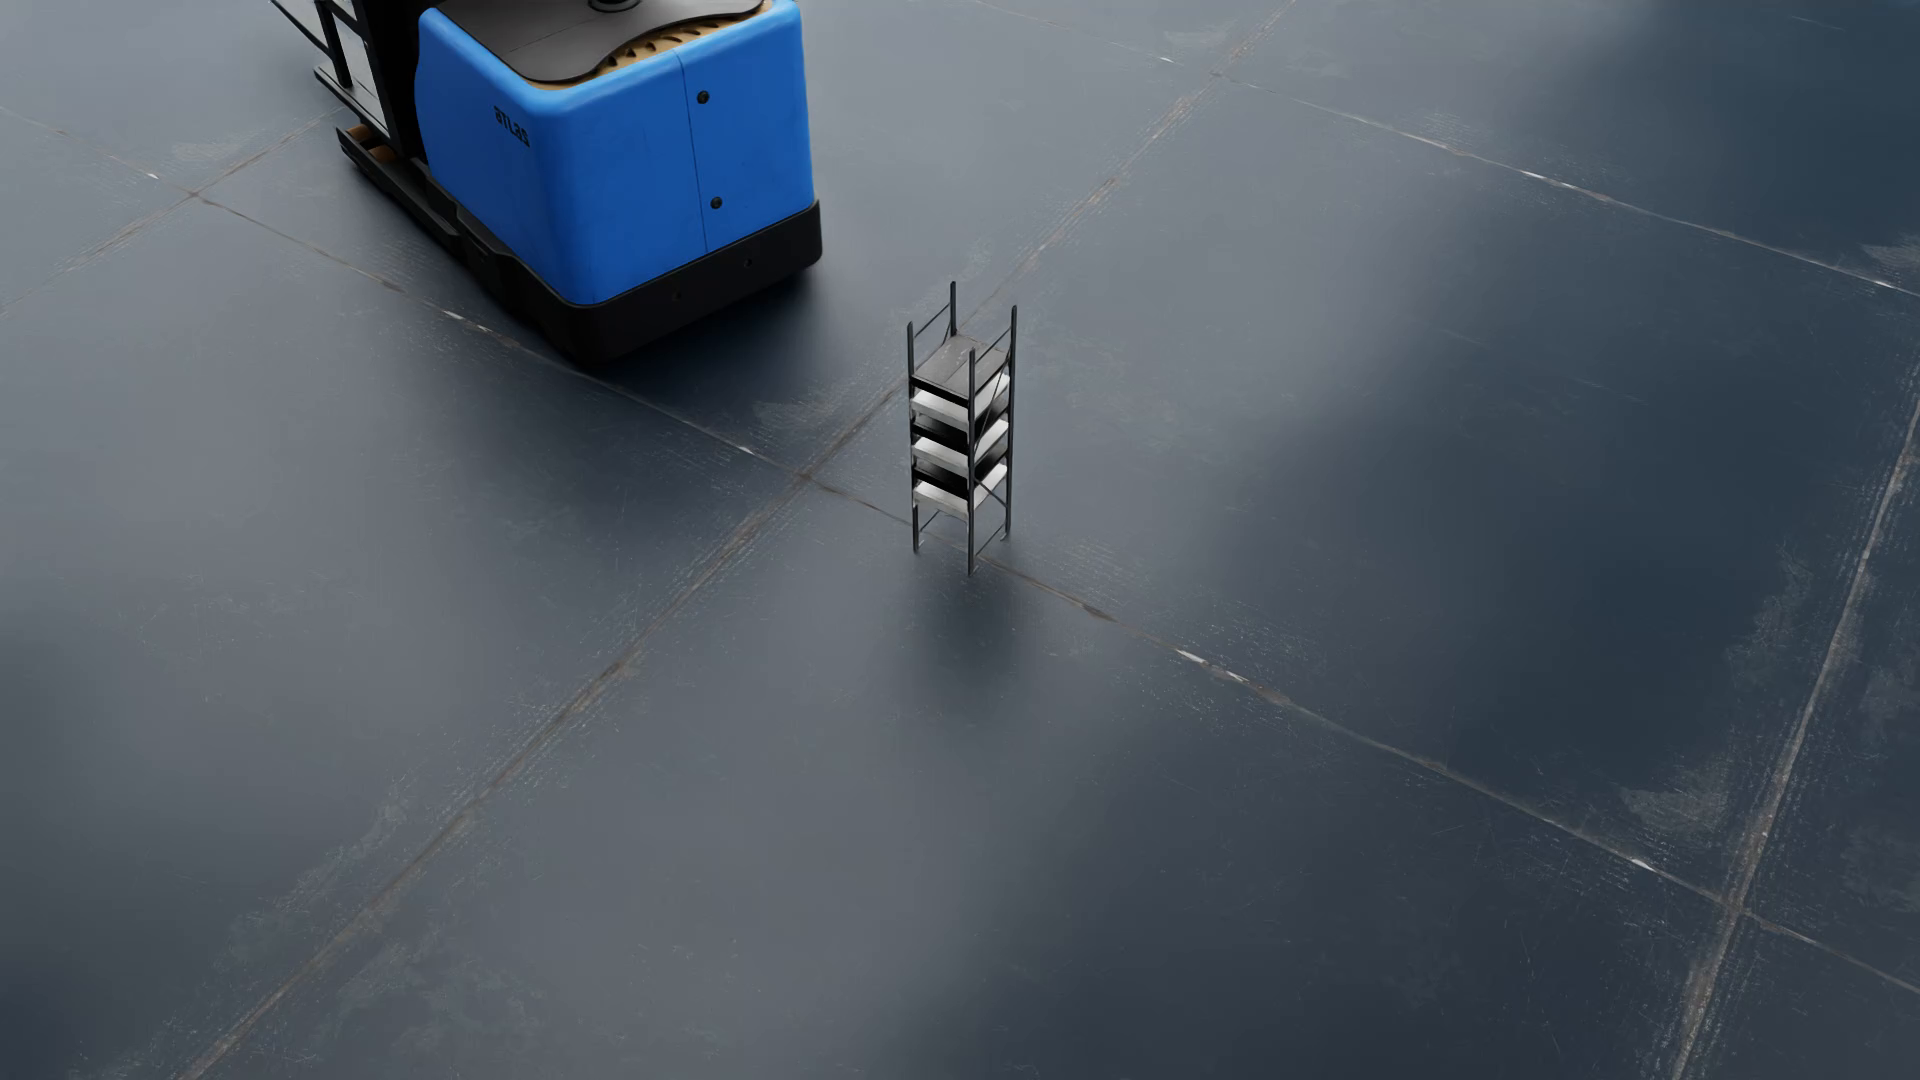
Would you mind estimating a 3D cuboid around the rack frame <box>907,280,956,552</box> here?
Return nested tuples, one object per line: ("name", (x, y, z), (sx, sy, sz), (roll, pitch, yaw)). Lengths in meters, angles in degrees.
("rack frame", (-0.079, -0.350, 4.966), (0.006, 0.900, 0.240), (25, 51, 22))

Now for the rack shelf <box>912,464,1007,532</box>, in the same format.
("rack shelf", (0.007, -0.162, 5.081), (0.200, 0.077, 0.258), (25, 51, 22))

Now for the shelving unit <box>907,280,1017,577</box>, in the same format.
("shelving unit", (0.007, -0.310, 4.928), (0.210, 0.900, 0.258), (25, 51, 22))

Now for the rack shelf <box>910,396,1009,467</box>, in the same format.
("rack shelf", (0.007, -0.350, 4.887), (0.200, 0.077, 0.258), (25, 51, 22))

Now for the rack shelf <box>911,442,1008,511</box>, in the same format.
("rack shelf", (0.007, -0.225, 5.016), (0.200, 0.077, 0.258), (25, 51, 22))

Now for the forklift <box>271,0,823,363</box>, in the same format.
("forklift", (-1.841, -2.626, 5.761), (1.130, 2.935, 3.031), (-31, 53, -27))

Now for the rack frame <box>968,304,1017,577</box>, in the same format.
("rack frame", (0.092, -0.271, 4.889), (0.006, 0.900, 0.240), (25, 51, 22))

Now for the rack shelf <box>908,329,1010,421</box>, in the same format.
("rack shelf", (0.007, -0.475, 4.758), (0.200, 0.077, 0.258), (25, 51, 22))

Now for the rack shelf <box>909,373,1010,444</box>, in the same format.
("rack shelf", (0.007, -0.413, 4.822), (0.200, 0.077, 0.258), (25, 51, 22))

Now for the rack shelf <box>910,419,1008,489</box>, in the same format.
("rack shelf", (0.007, -0.287, 4.951), (0.200, 0.077, 0.258), (25, 51, 22))
